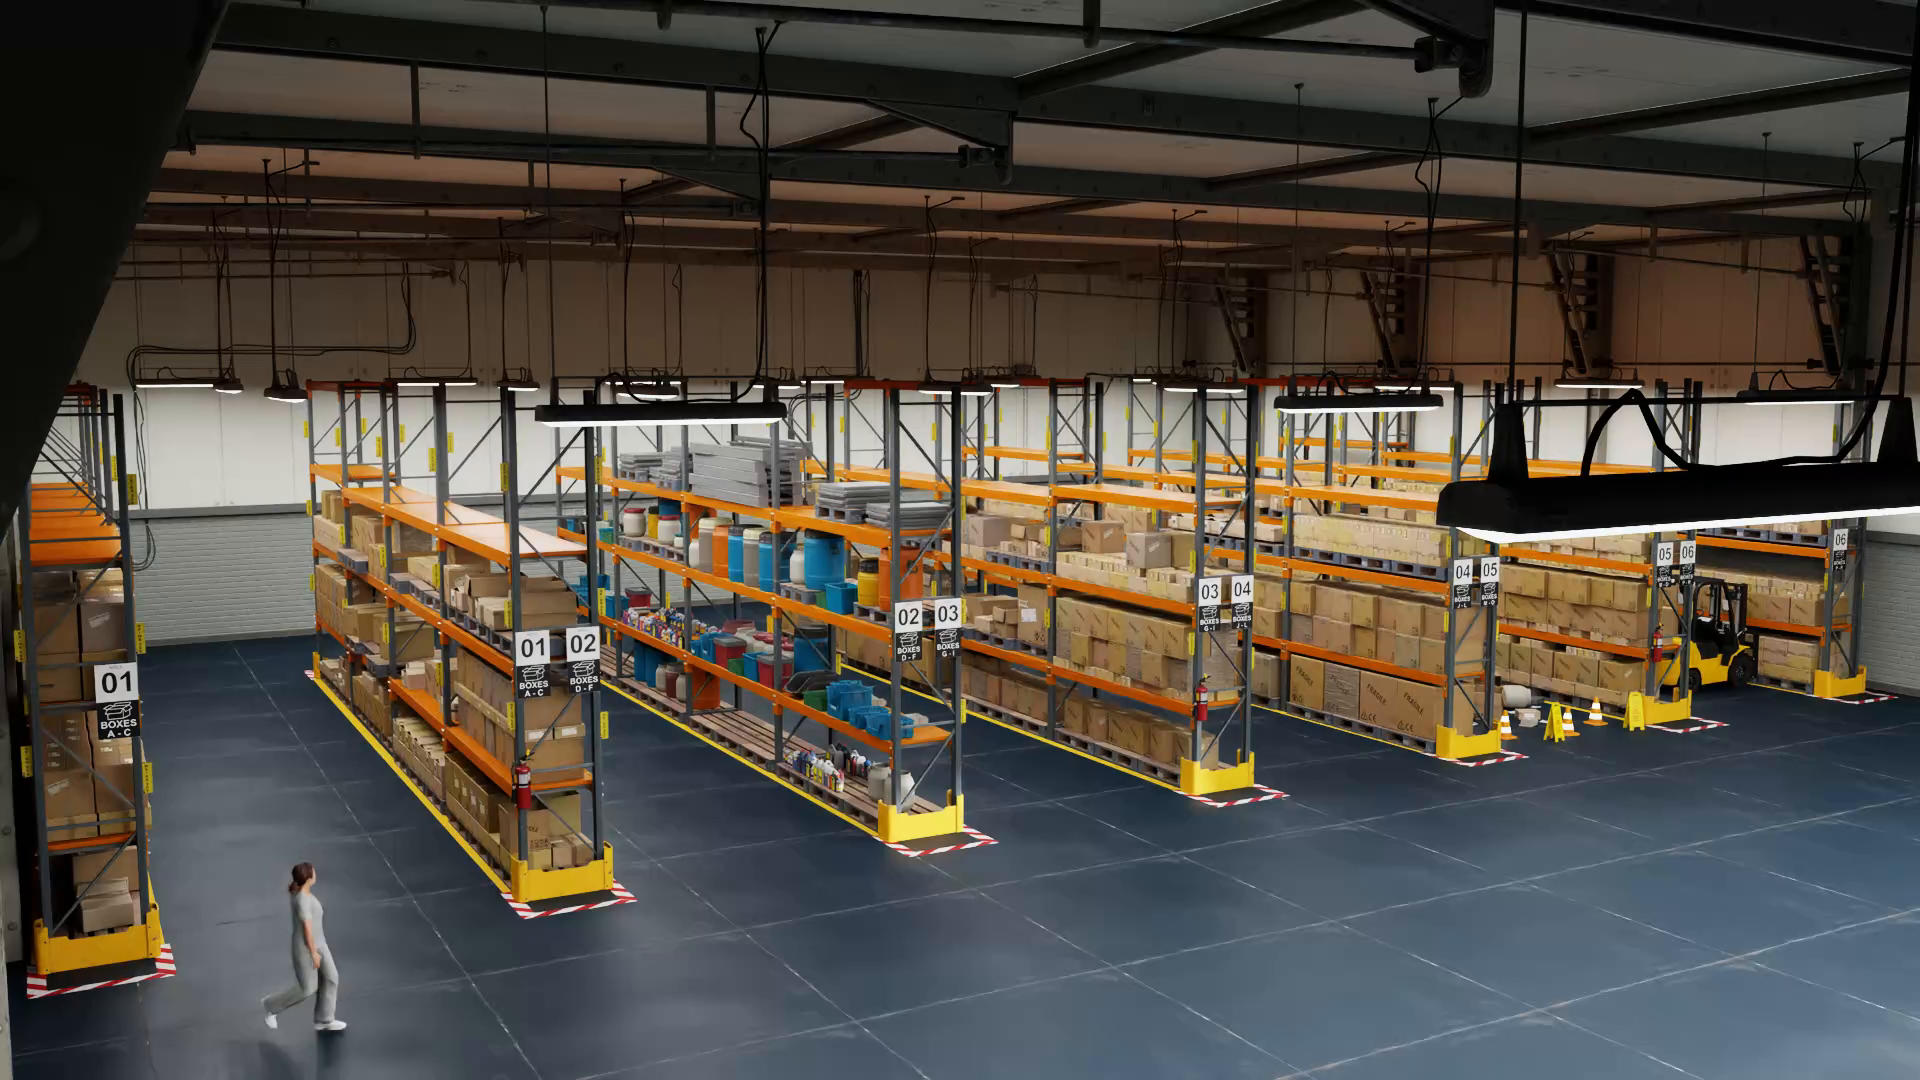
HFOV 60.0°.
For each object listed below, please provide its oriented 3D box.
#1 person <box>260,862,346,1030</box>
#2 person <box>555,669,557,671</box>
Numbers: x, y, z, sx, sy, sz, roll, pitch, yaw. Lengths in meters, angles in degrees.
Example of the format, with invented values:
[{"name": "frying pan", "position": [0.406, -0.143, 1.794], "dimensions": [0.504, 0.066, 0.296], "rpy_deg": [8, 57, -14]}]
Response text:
[{"name": "person", "position": [-6.211, 3.843, 15.680], "dimensions": [0.736, 1.640, 0.416], "rpy_deg": [1, 6, 5]}, {"name": "person", "position": [-8.163, 1.974, 33.233], "dimensions": [0.511, 1.714, 0.391], "rpy_deg": [6, 8, 44]}]
